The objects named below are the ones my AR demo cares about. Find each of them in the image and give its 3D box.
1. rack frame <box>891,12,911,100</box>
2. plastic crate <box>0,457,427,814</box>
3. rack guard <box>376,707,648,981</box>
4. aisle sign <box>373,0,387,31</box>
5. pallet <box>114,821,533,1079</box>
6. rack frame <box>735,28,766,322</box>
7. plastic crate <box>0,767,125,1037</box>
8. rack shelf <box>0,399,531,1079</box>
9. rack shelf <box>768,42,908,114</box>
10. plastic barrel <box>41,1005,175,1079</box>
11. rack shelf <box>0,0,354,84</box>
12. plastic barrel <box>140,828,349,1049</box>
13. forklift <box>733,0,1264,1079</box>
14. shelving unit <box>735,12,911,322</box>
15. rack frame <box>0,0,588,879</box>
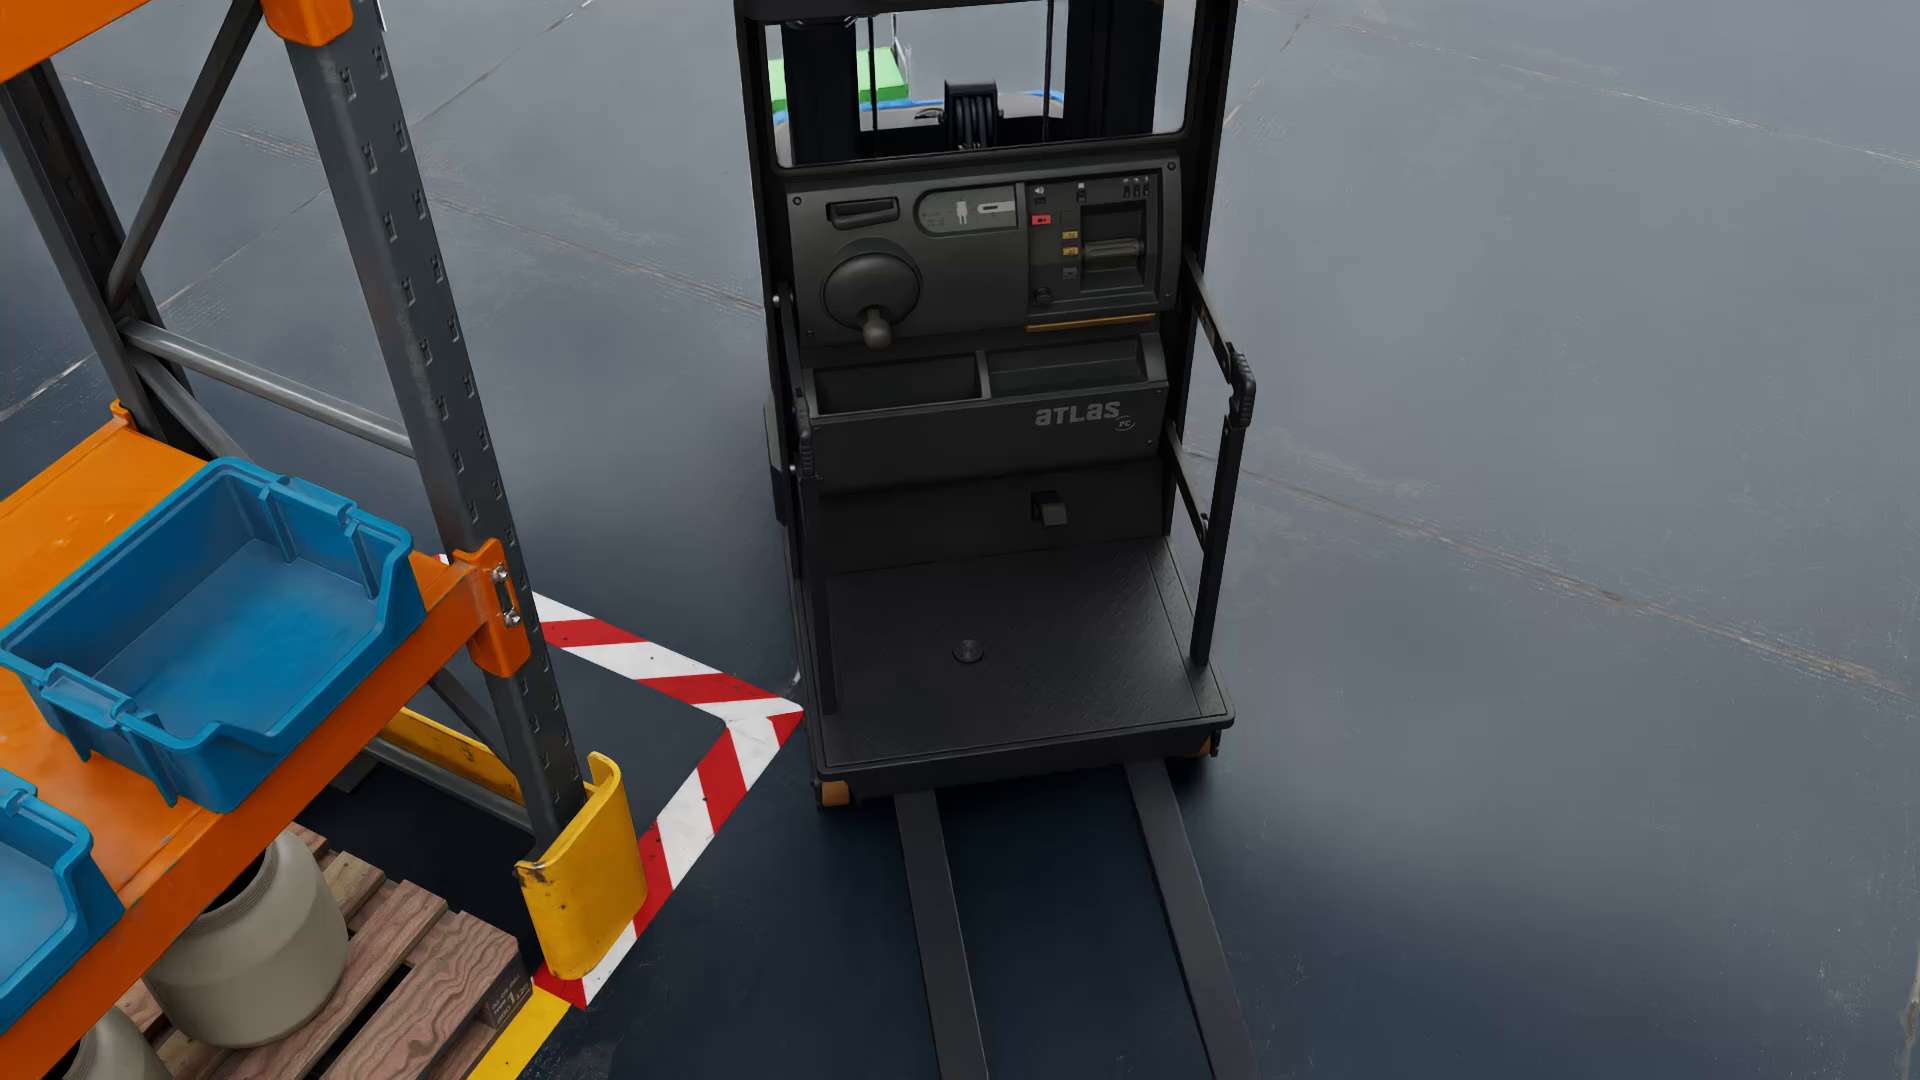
[{"bbox_3d":[-0.185,-1.154,5.546,0.015,1.200,0.240,-9,46,-9],"label":"rack frame"},{"bbox_3d":[-1.362,0.166,3.081,0.499,0.251,0.616,20,49,19],"label":"plastic crate"},{"bbox_3d":[-1.389,0.642,4.264,1.175,0.500,0.348,20,49,19],"label":"rack guard"},{"bbox_3d":[-1.099,-1.161,2.461,0.394,0.787,0.004,20,49,19],"label":"aisle sign"},{"bbox_3d":[-1.771,1.253,3.863,1.003,0.211,1.213,20,49,19],"label":"pallet"},{"bbox_3d":[-0.660,-1.077,5.470,0.015,1.200,0.240,-9,46,-9],"label":"rack frame"},{"bbox_3d":[-1.669,0.573,2.679,0.499,0.251,0.408,20,49,19],"label":"plastic crate"},{"bbox_3d":[-2.323,1.212,2.448,1.077,0.370,4.000,20,49,19],"label":"rack shelf"},{"bbox_3d":[-0.422,-1.407,5.211,0.480,0.148,0.258,-9,46,-9],"label":"rack shelf"},{"bbox_3d":[-1.866,1.182,3.427,0.421,0.512,0.421,0,45,0],"label":"plastic barrel"},{"bbox_3d":[-2.323,0.158,1.382,1.077,0.370,4.000,20,49,19],"label":"rack shelf"},{"bbox_3d":[-1.633,0.866,3.739,0.421,0.512,0.421,0,45,0],"label":"plastic barrel"},{"bbox_3d":[0.103,-0.588,3.770,1.130,2.935,3.031,-7,46,-7],"label":"forklift"},{"bbox_3d":[-0.423,-1.116,5.508,0.503,1.200,0.258,-9,46,-9],"label":"shelving unit"},{"bbox_3d":[-1.395,-0.300,3.438,1.000,3.000,0.127,20,49,19],"label":"rack frame"}]
